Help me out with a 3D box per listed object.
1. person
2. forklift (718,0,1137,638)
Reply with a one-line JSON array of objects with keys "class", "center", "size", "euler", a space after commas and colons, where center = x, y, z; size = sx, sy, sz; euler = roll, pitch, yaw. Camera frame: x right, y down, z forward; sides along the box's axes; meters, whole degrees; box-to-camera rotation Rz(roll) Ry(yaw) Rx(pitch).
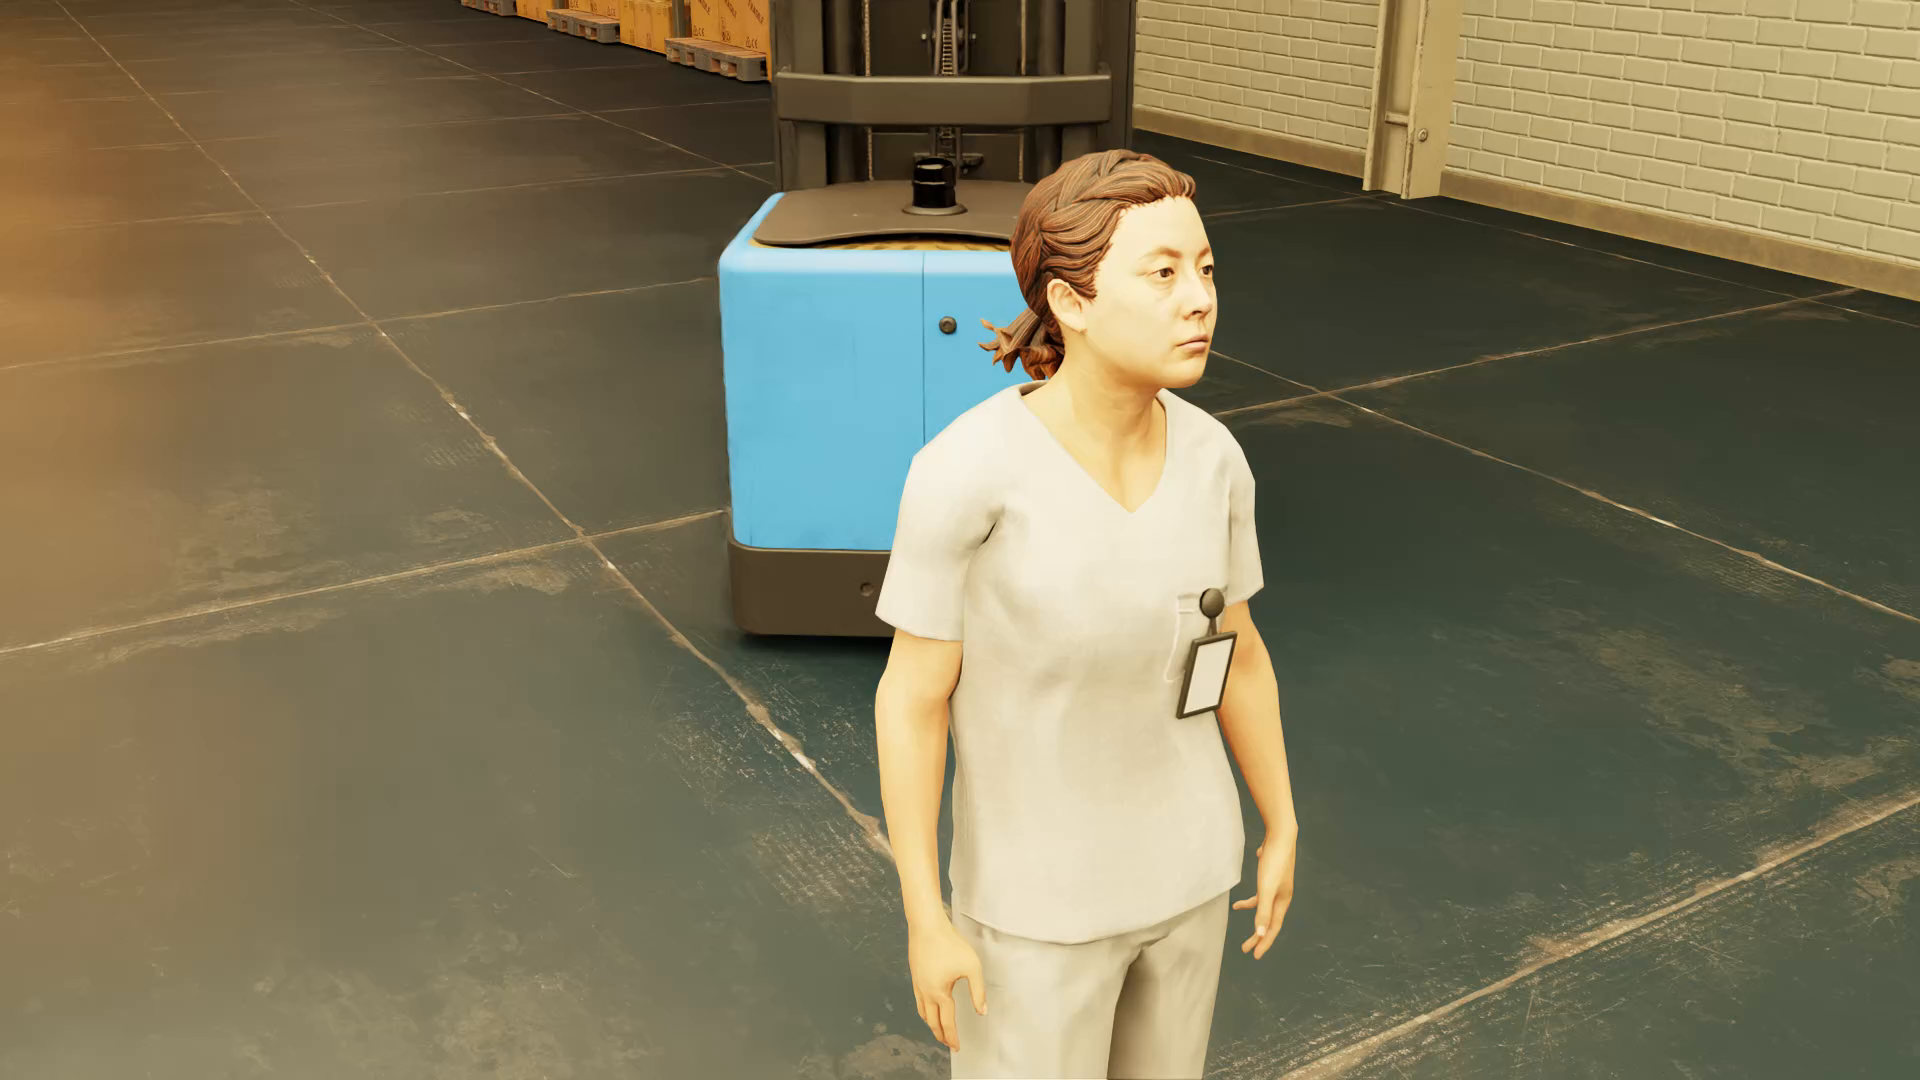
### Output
[{"class": "person", "center": [0.180, 0.428, 1.864], "size": [0.550, 1.674, 0.549], "euler": [-12, 25, -27]}, {"class": "forklift", "center": [-0.009, -1.607, 5.191], "size": [1.130, 2.935, 3.031], "euler": [1, 22, 3]}]
